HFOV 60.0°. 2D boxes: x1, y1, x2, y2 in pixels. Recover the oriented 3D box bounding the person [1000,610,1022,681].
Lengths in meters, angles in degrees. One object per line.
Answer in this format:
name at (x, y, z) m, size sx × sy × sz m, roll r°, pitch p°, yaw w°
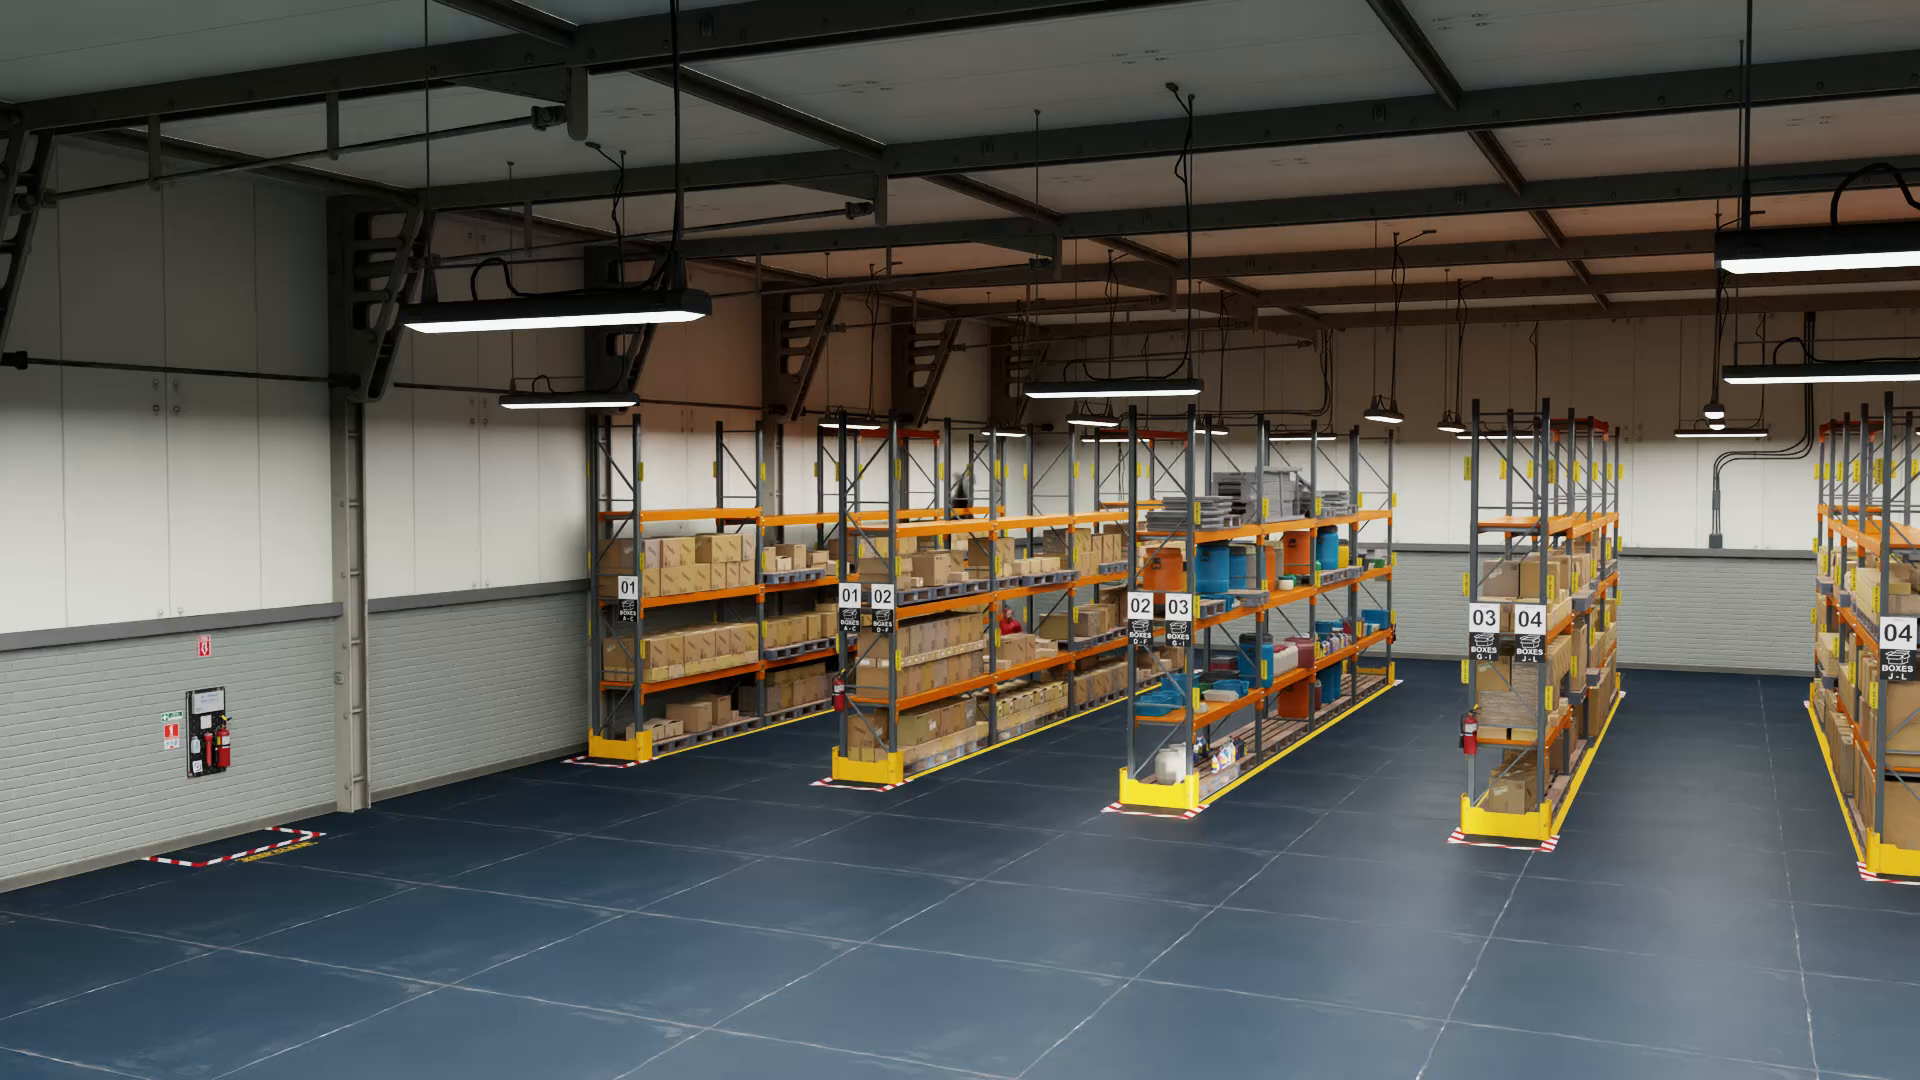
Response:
person at (1.170, 2.529, 39.675) m, size 0.647 × 1.725 × 0.671 m, roll 1°, pitch 2°, yaw 20°
